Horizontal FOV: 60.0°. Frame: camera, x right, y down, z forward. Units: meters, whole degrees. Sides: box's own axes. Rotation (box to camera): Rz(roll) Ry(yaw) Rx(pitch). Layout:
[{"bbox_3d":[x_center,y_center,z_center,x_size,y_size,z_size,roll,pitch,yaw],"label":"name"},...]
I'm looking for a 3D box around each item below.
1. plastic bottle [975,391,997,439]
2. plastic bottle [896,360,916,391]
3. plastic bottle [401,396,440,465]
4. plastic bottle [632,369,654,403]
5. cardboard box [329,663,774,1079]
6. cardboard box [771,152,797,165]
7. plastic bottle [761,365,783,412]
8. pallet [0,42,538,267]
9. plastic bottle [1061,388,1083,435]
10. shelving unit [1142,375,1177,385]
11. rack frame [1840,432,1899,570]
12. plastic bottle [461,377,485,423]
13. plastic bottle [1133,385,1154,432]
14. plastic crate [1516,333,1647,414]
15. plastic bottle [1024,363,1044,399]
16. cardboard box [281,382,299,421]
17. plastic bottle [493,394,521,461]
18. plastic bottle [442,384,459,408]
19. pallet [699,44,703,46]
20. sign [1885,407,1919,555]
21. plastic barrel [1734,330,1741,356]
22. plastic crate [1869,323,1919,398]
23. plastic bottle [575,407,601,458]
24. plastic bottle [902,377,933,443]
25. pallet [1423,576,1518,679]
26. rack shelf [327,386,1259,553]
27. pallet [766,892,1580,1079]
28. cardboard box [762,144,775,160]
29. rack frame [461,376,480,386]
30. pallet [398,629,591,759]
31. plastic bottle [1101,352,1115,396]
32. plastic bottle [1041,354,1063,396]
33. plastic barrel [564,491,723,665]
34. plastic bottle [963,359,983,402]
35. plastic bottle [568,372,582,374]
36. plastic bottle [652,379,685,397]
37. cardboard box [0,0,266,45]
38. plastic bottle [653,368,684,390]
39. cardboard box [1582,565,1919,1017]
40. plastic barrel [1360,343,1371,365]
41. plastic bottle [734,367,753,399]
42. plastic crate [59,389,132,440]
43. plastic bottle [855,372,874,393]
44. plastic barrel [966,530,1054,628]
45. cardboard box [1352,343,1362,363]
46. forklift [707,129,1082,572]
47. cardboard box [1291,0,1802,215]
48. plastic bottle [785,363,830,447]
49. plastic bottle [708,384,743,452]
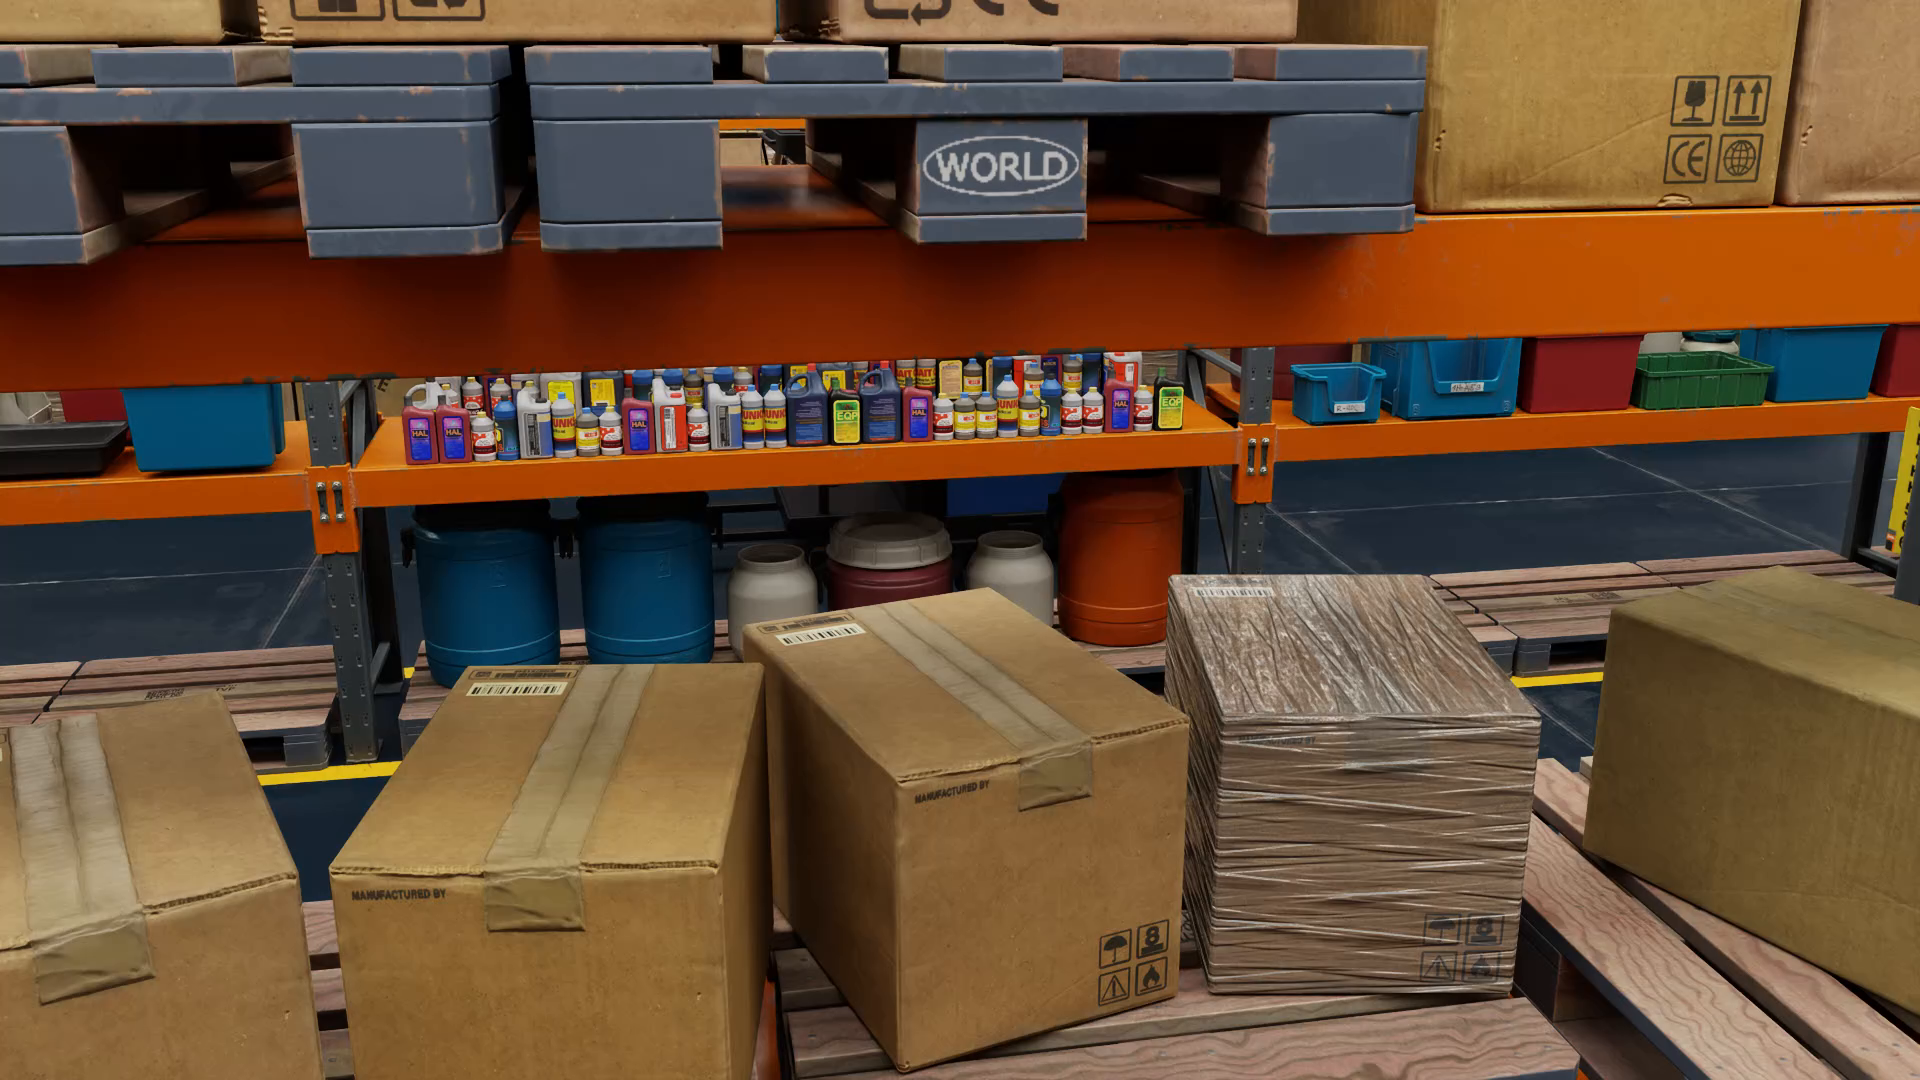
[{"bbox_3d":[0.115,-0.554,7.345,0.097,0.201,0.097,0,17,0],"label":"plastic bottle"},{"bbox_3d":[-0.260,-0.793,8.005,0.097,0.271,0.097,0,17,0],"label":"plastic bottle"},{"bbox_3d":[-2.234,-0.455,6.882,0.133,0.283,0.061,-3,17,-10],"label":"plastic bottle"},{"bbox_3d":[-1.453,-0.680,7.636,0.097,0.271,0.097,0,17,0],"label":"plastic bottle"},{"bbox_3d":[-0.568,0.548,2.533,0.500,0.500,0.700,-1,17,-2],"label":"cardboard box"},{"bbox_3d":[-1.048,-2.719,12.178,0.637,0.503,0.797,-3,17,-9],"label":"cardboard box"},{"bbox_3d":[-0.884,-0.740,7.830,0.097,0.271,0.097,0,17,0],"label":"plastic bottle"},{"bbox_3d":[-1.085,-0.545,2.188,1.003,0.211,1.213,-3,17,-10],"label":"pallet"},{"bbox_3d":[0.497,-0.576,7.416,0.097,0.201,0.097,0,17,0],"label":"plastic bottle"},{"bbox_3d":[1.153,-0.493,10.126,0.252,1.050,0.215,-9,19,-27],"label":"shelving unit"},{"bbox_3d":[5.180,-1.059,8.649,0.127,3.000,1.000,-3,17,-10],"label":"rack frame"},{"bbox_3d":[-2.241,-0.647,7.649,0.097,0.201,0.097,0,17,0],"label":"plastic bottle"},{"bbox_3d":[0.820,-0.594,7.475,0.097,0.201,0.097,0,17,0],"label":"plastic bottle"},{"bbox_3d":[2.897,-0.868,7.920,0.583,0.464,0.402,-3,17,-10],"label":"plastic crate"},{"bbox_3d":[0.354,-0.749,7.980,0.097,0.201,0.097,0,17,0],"label":"plastic bottle"},{"bbox_3d":[-5.161,-1.162,11.890,0.875,0.875,0.875,-3,17,-10],"label":"cardboard box"},{"bbox_3d":[-1.897,-0.473,6.963,0.097,0.271,0.097,0,17,0],"label":"plastic bottle"},{"bbox_3d":[-2.307,-0.598,7.489,0.097,0.201,0.097,0,17,0],"label":"plastic bottle"},{"bbox_3d":[-3.287,-6.350,21.089,1.213,0.211,1.003,-2,17,-8],"label":"pallet"},{"bbox_3d":[2.080,-0.121,3.624,0.005,0.325,0.100,-3,17,-10],"label":"sign"},{"bbox_3d":[4.199,-1.133,8.662,0.433,0.535,0.433,0,17,0],"label":"plastic barrel"},{"bbox_3d":[4.763,-0.974,8.265,0.583,0.464,0.402,-3,17,-10],"label":"plastic crate"},{"bbox_3d":[-1.574,-0.458,7.033,0.097,0.201,0.097,0,17,0],"label":"plastic bottle"},{"bbox_3d":[-0.186,-0.571,7.260,0.133,0.283,0.061,-3,17,-10],"label":"plastic bottle"},{"bbox_3d":[2.021,0.465,8.437,1.213,0.211,1.003,-3,17,-10],"label":"pallet"},{"bbox_3d":[-0.711,-0.380,7.667,4.000,0.370,1.077,-3,17,-10],"label":"rack shelf"},{"bbox_3d":[0.280,0.794,2.945,1.213,0.211,1.003,-3,17,-10],"label":"pallet"},{"bbox_3d":[-1.926,-3.849,16.434,0.250,0.149,0.380,-3,17,-10],"label":"cardboard box"},{"bbox_3d":[-3.614,-2.041,11.847,0.127,3.000,1.000,-3,17,-10],"label":"rack frame"},{"bbox_3d":[-1.909,0.689,7.709,1.213,0.211,1.003,-3,17,-10],"label":"pallet"},{"bbox_3d":[0.766,-0.845,8.167,0.135,0.276,0.152,-3,17,-10],"label":"plastic bottle"},{"bbox_3d":[0.435,-0.844,8.149,0.133,0.283,0.061,-3,17,-10],"label":"plastic bottle"},{"bbox_3d":[-1.442,0.125,7.656,0.708,0.901,0.600,-3,17,-10],"label":"plastic barrel"},{"bbox_3d":[0.062,-0.778,8.075,0.097,0.201,0.097,0,17,0],"label":"plastic bottle"},{"bbox_3d":[-1.834,-0.735,7.680,0.185,0.351,0.144,-3,17,-10],"label":"plastic bottle"},{"bbox_3d":[-1.268,-0.565,7.254,0.135,0.276,0.152,-3,17,-10],"label":"plastic bottle"},{"bbox_3d":[-1.230,-0.922,2.040,0.600,0.600,0.600,-5,18,-16],"label":"cardboard box"},{"bbox_3d":[-1.363,-0.725,7.774,0.135,0.276,0.152,-3,17,-10],"label":"plastic bottle"},{"bbox_3d":[1.592,0.411,2.978,0.500,0.500,0.700,-10,20,-29],"label":"cardboard box"},{"bbox_3d":[2.222,-1.008,8.294,0.421,0.512,0.421,0,17,0],"label":"plastic barrel"},{"bbox_3d":[-1.027,-0.716,7.873,0.097,0.201,0.097,0,17,0],"label":"plastic bottle"},{"bbox_3d":[-3.599,-0.695,7.254,0.583,0.464,0.402,-3,17,-10],"label":"plastic crate"},{"bbox_3d":[-0.395,-0.602,7.362,0.133,0.283,0.061,-3,17,-10],"label":"plastic bottle"},{"bbox_3d":[0.238,0.242,7.936,0.421,0.512,0.421,0,17,0],"label":"plastic barrel"},{"bbox_3d":[3.161,-1.453,13.440,0.500,0.500,0.700,-3,17,-11],"label":"cardboard box"},{"bbox_3d":[-0.618,-1.365,9.765,3.031,2.935,1.130,-3,17,-11],"label":"forklift"},{"bbox_3d":[0.755,-0.798,2.522,0.500,0.500,0.910,-3,17,-10],"label":"cardboard box"},{"bbox_3d":[-0.663,-0.588,7.203,0.185,0.351,0.144,-3,17,-10],"label":"plastic bottle"},{"bbox_3d":[-1.011,-0.534,7.153,0.135,0.276,0.152,-3,17,-10],"label":"plastic bottle"}]
